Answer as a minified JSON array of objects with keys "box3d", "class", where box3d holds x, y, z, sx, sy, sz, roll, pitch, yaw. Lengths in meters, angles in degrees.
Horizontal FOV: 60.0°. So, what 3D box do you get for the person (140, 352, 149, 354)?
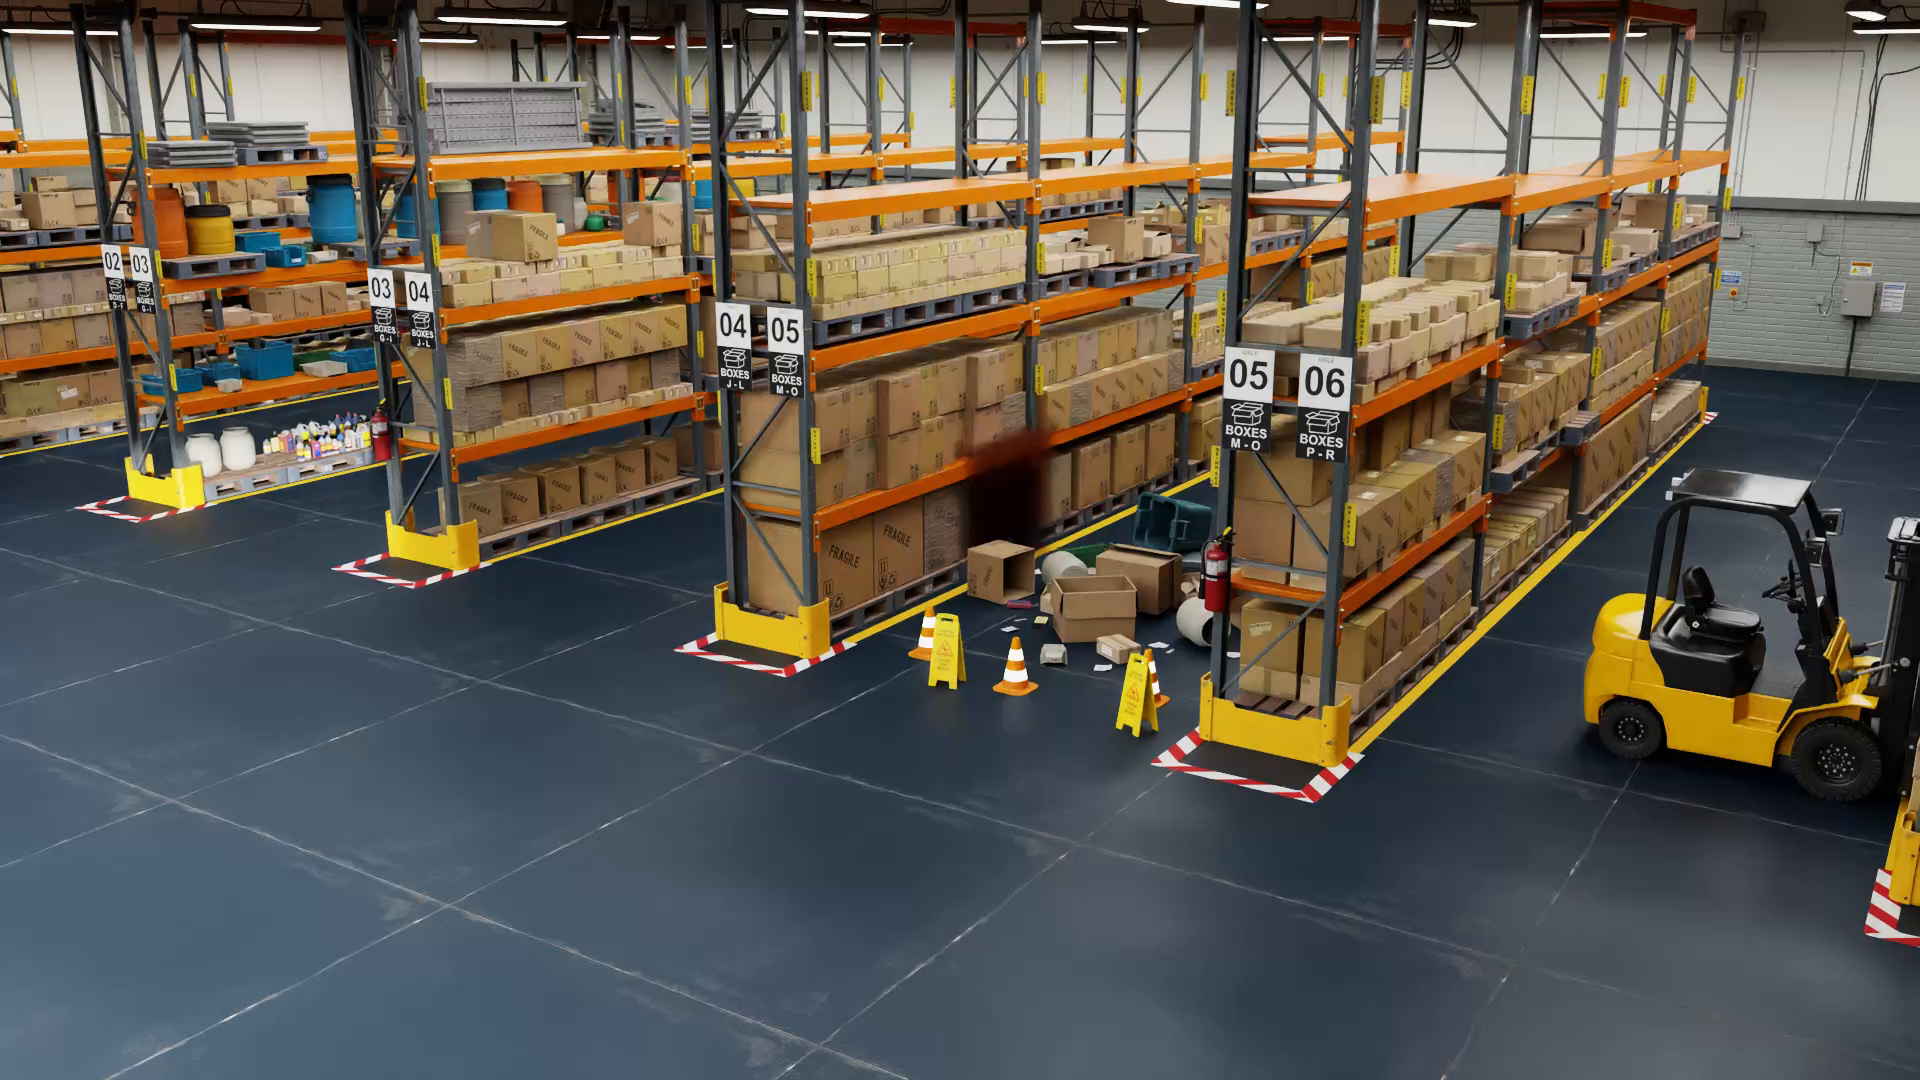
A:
[{"box3d":[-14.115,-3.685,29.187,0.631,1.732,1.031,5,16,17],"class":"person"}]
